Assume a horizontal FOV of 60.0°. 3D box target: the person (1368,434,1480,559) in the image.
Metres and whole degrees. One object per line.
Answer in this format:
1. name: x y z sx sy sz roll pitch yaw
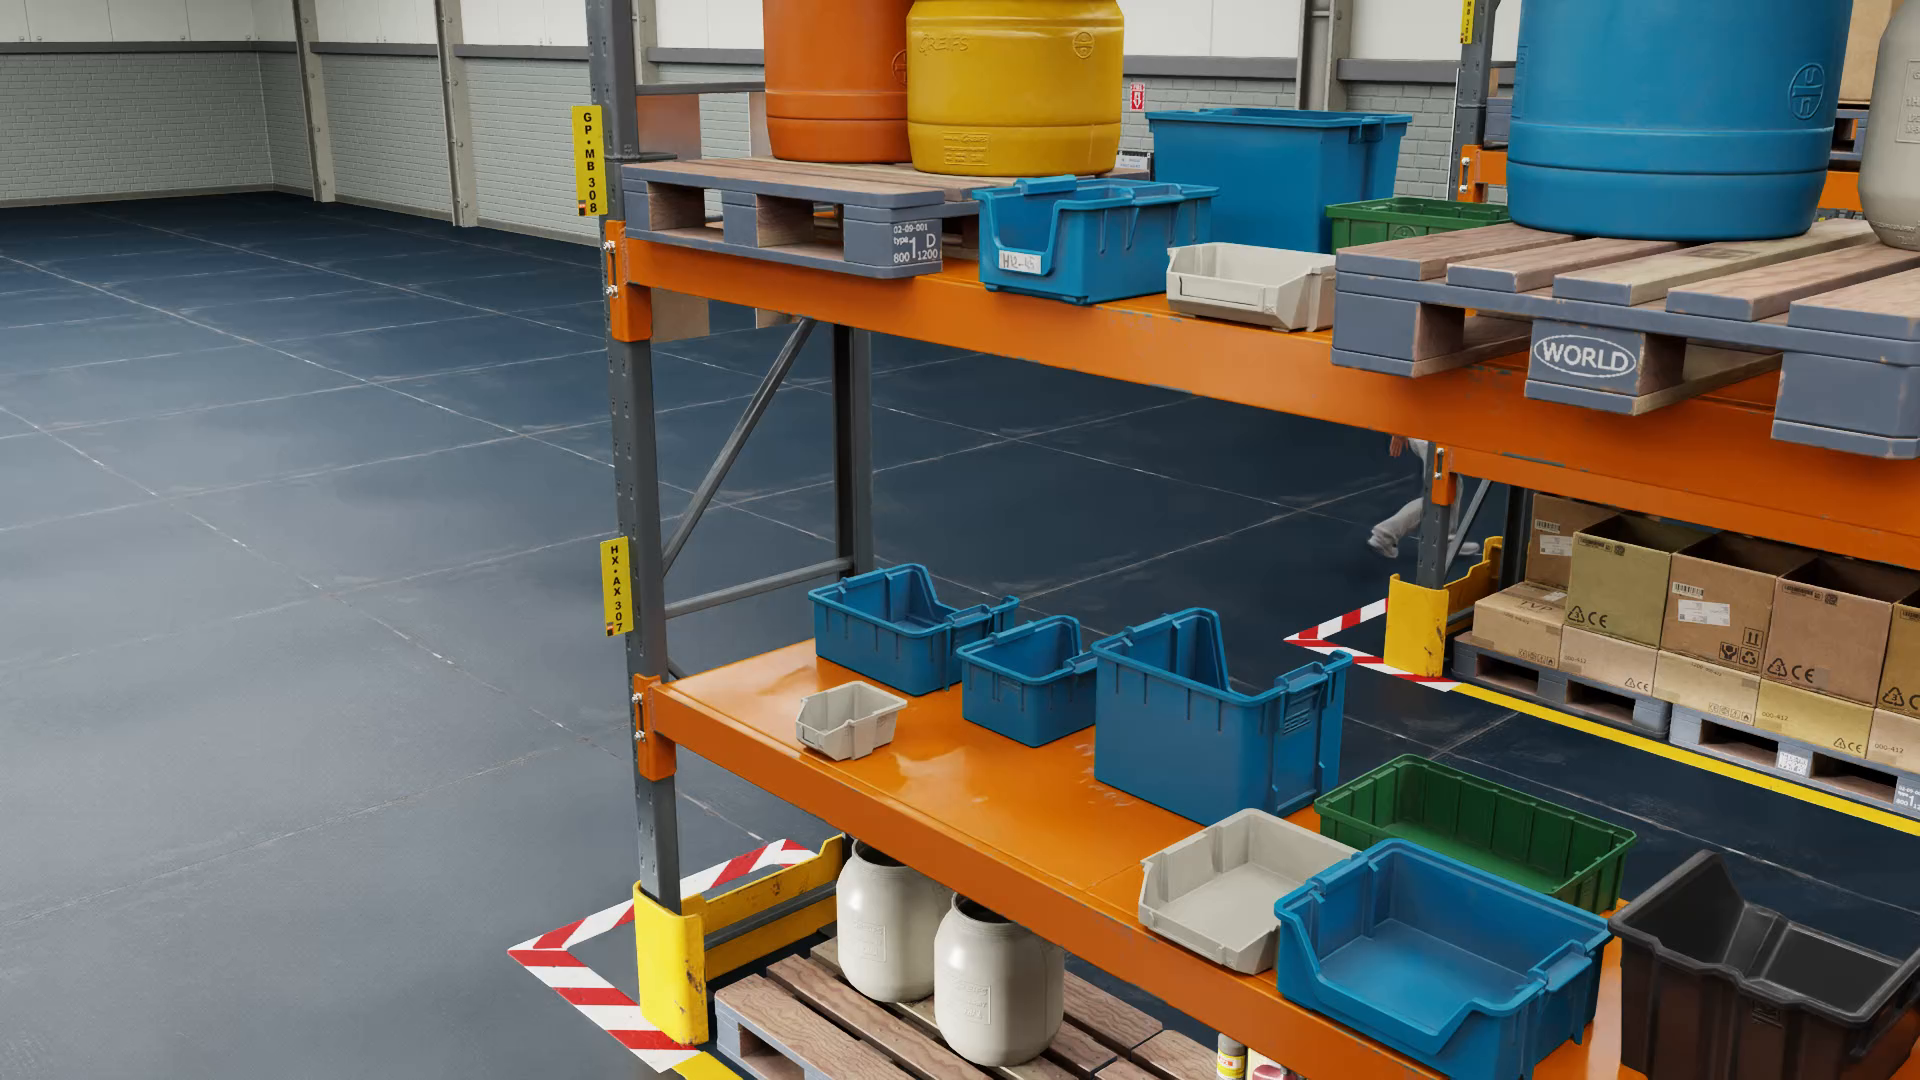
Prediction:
1. person: 3.053 -0.667 10.672 0.899 1.734 0.569 -4 18 -12
